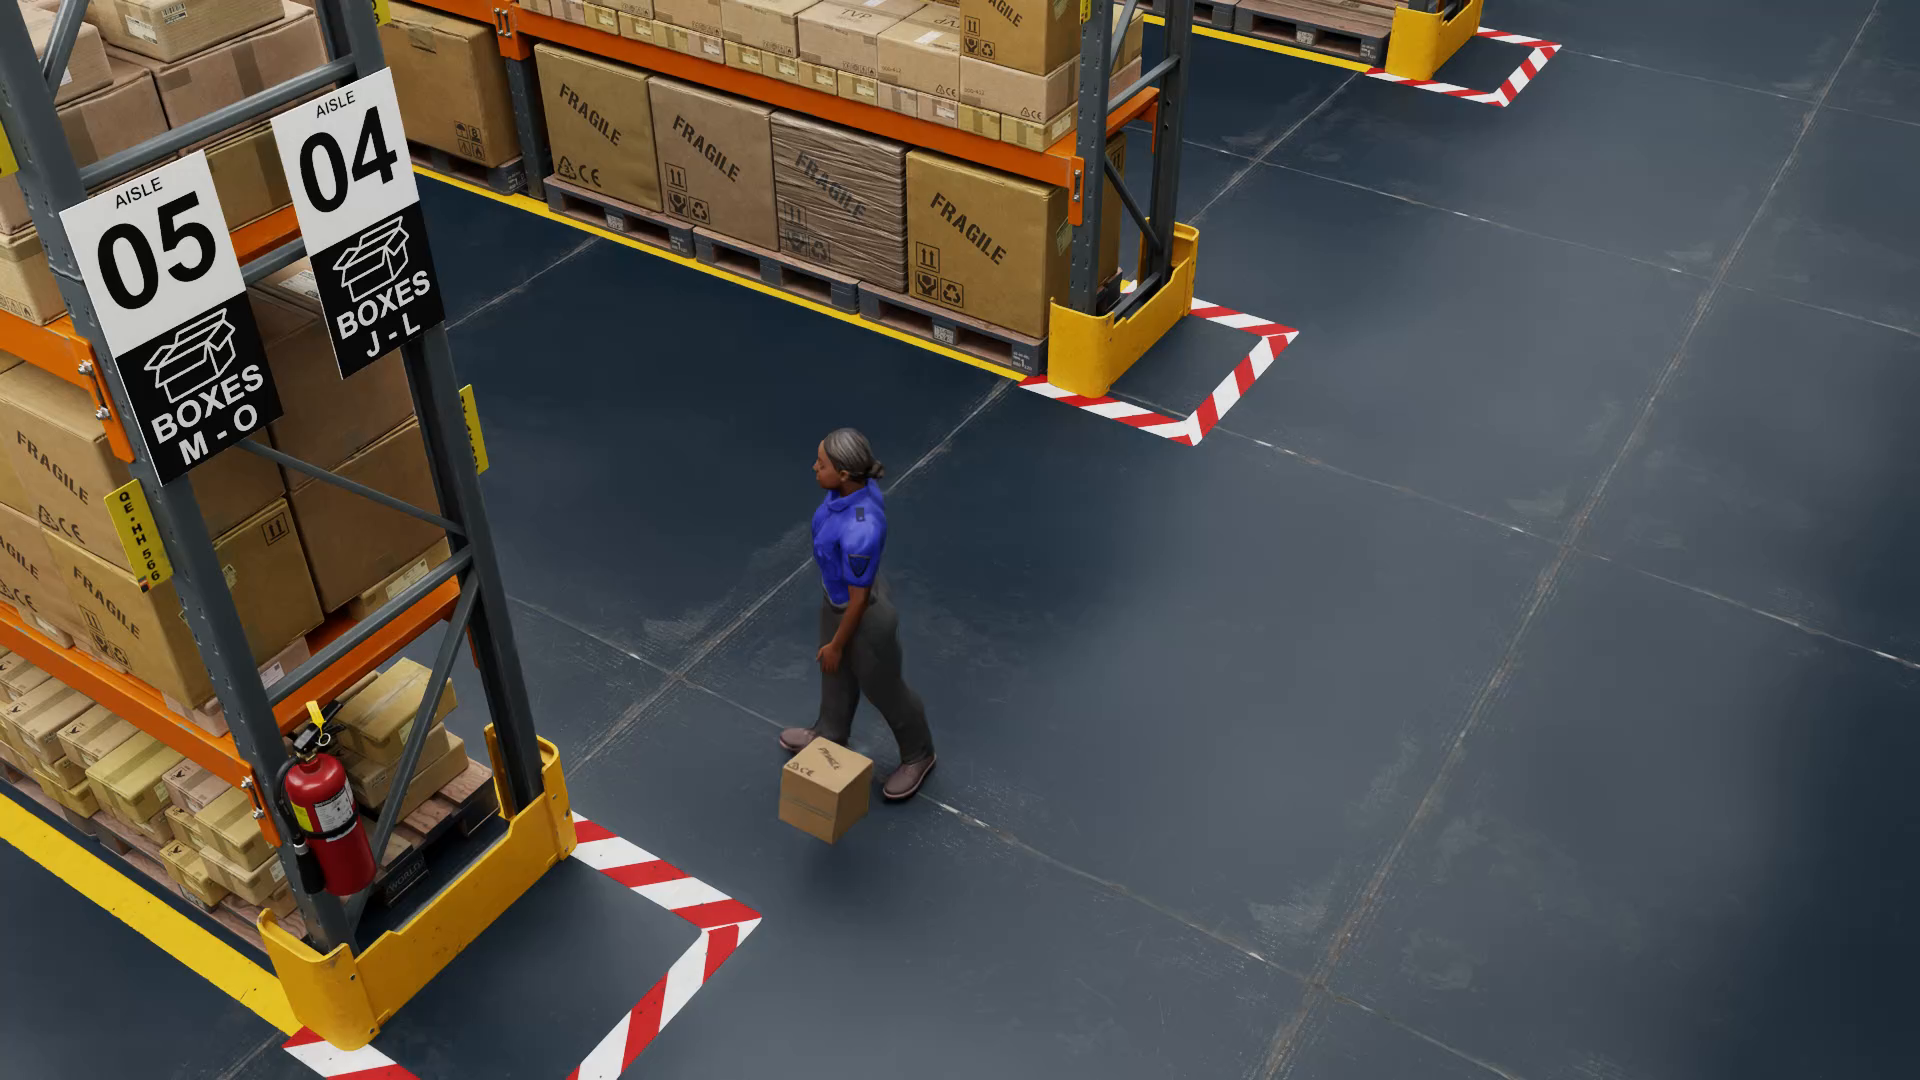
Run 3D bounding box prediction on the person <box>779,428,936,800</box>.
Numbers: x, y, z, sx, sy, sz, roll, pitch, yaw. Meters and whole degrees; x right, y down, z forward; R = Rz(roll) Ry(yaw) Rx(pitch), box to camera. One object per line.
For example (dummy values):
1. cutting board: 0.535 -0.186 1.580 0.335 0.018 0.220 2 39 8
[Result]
1. person: -0.422 0.252 6.362 0.622 1.649 0.584 -7 39 -8
